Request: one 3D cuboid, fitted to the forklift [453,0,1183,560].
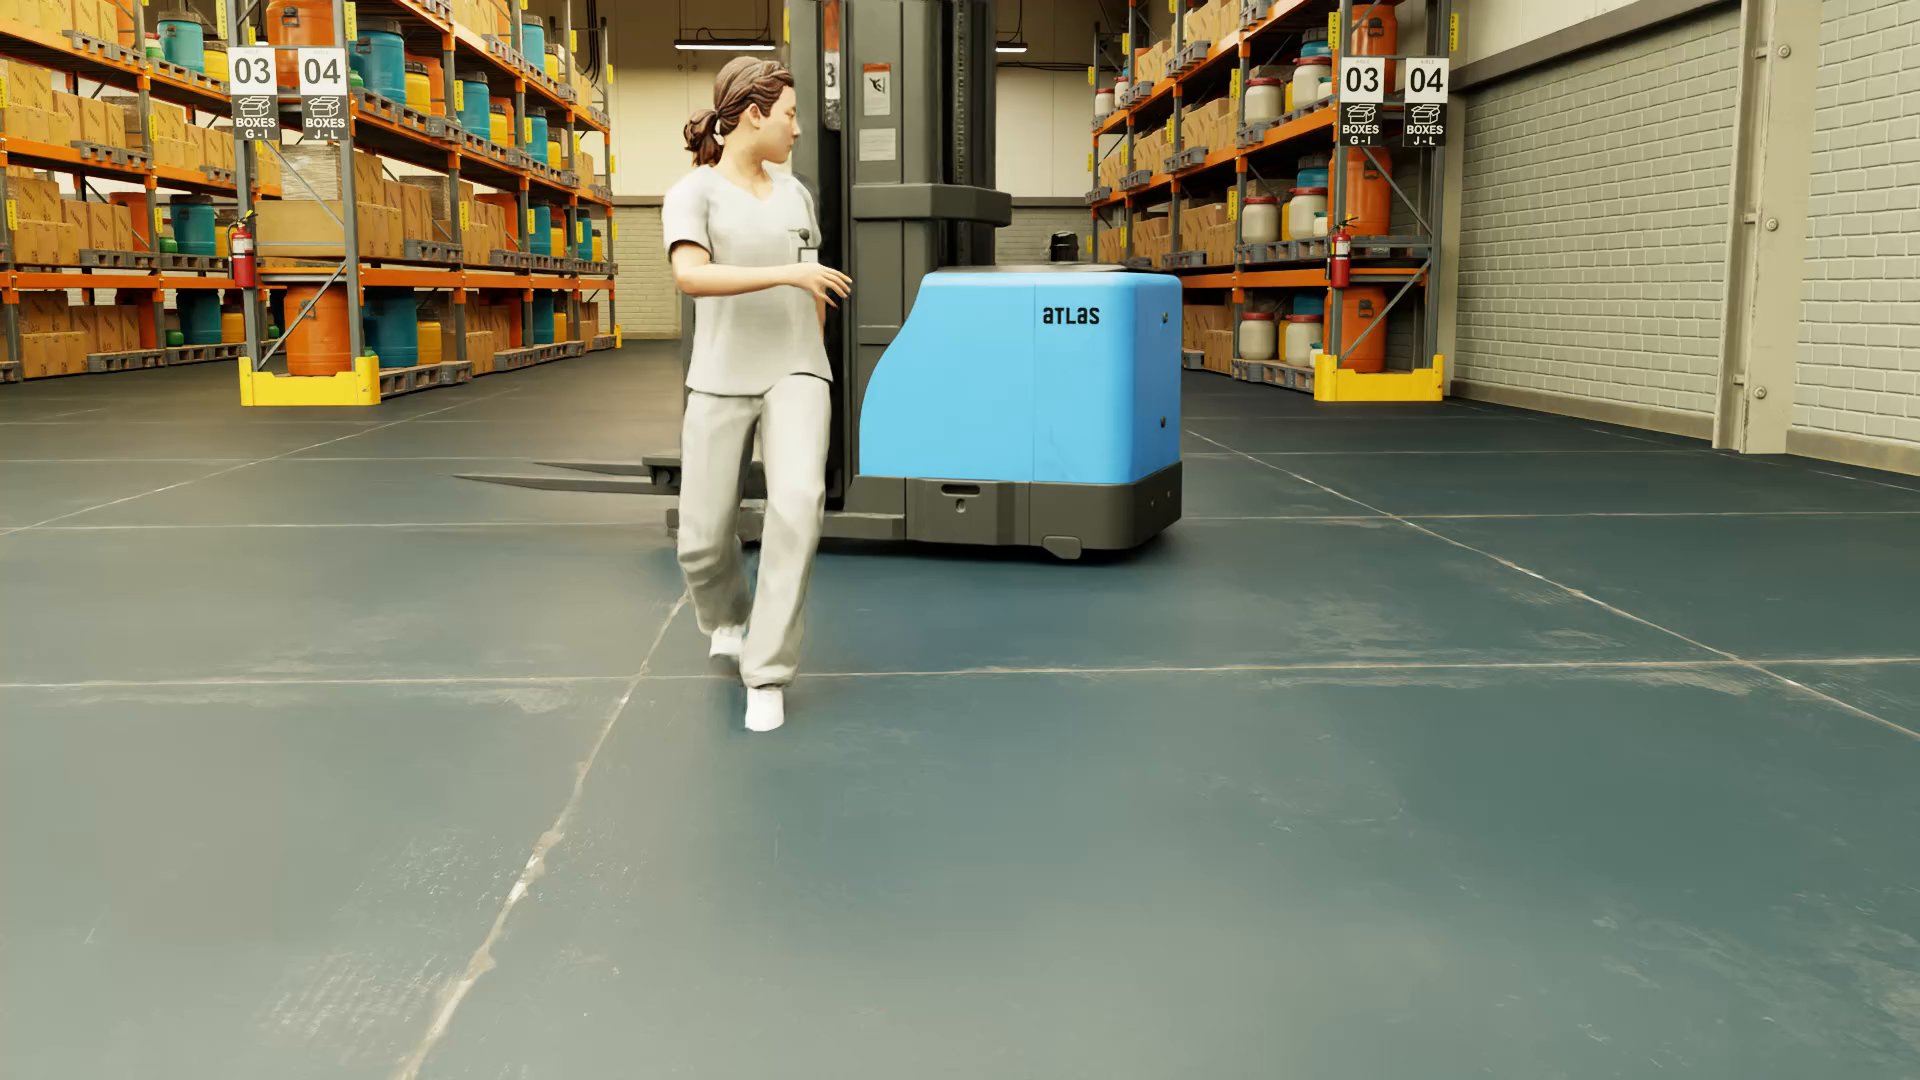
[{"bbox_3d":[-0.649,-1.482,6.812,3.031,2.935,1.130,3,9,19],"label":"forklift"}]

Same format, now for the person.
[{"bbox_3d":[-0.501,-0.391,4.150,0.471,1.595,0.852,-2,9,-16],"label":"person"}]
